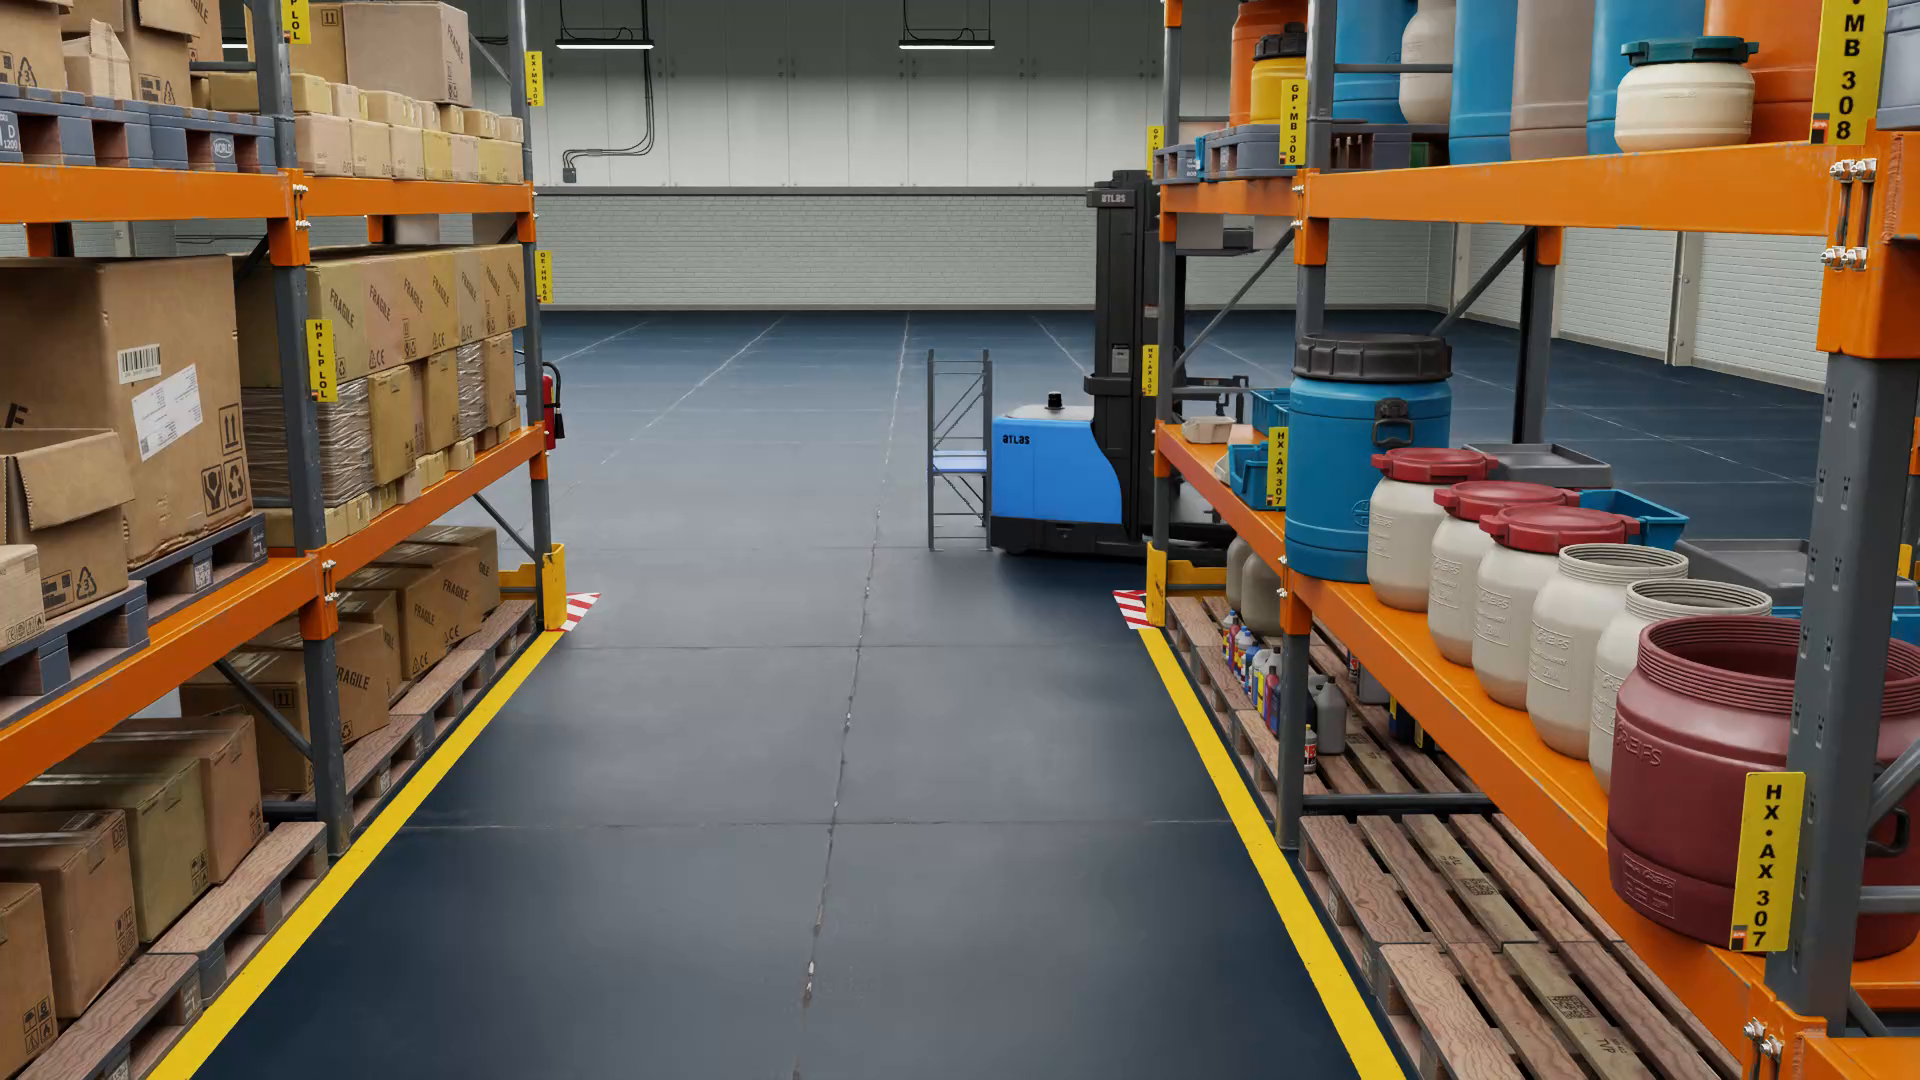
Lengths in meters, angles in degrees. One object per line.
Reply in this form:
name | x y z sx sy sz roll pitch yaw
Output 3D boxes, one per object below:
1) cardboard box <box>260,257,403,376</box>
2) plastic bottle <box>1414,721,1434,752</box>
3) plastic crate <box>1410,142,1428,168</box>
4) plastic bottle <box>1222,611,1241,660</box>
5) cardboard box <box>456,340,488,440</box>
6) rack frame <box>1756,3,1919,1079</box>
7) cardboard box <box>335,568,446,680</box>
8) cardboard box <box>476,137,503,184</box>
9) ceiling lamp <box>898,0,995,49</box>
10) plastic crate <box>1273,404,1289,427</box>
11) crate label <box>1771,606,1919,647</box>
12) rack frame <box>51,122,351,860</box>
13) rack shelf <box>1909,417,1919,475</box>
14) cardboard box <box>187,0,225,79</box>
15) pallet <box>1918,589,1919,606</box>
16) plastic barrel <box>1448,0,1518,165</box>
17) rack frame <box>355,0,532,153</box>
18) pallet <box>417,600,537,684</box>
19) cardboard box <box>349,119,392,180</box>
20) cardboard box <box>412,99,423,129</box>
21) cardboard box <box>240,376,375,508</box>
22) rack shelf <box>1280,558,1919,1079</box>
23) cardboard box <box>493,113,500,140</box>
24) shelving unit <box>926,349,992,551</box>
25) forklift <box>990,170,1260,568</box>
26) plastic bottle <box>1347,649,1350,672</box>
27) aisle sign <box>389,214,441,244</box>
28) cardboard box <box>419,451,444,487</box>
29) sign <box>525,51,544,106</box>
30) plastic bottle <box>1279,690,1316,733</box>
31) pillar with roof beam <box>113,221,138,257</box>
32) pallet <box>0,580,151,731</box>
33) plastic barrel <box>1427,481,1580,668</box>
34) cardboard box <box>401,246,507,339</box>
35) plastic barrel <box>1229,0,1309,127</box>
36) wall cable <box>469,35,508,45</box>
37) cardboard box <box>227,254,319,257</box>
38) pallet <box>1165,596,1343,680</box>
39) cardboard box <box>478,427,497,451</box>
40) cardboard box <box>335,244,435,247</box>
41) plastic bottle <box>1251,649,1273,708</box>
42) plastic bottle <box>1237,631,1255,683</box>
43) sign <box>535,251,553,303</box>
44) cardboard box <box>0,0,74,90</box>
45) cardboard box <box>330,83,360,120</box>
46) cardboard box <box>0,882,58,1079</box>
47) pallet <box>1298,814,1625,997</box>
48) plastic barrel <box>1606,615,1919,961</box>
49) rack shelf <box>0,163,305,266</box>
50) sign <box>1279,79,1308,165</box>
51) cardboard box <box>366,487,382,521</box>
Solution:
cardboard box | -2.861 -1.017 7.515 0.500 0.500 0.500 0 11 -1
plastic bottle | 2.149 0.824 7.679 0.061 0.283 0.133 0 11 -1
plastic crate | 2.097 -1.844 8.092 0.336 0.188 0.450 0 11 -1
plastic bottle | 1.501 0.525 9.182 0.097 0.271 0.097 0 11 0
cardboard box | -3.096 -0.825 9.080 0.875 0.500 0.500 0 11 -1
rack frame | 1.940 0.632 2.899 1.000 3.000 0.127 0 11 -1
cardboard box | -3.140 0.449 9.033 0.500 0.500 0.500 1 11 4
cardboard box | -2.900 -2.140 9.397 0.500 0.250 0.500 0 11 -1
ceiling lamp | -0.279 -11.809 34.452 2.000 3.185 0.800 0 11 -1
plastic crate | 2.092 -0.658 9.631 0.499 0.251 0.408 0 11 -1
crate label | 2.190 0.416 3.874 0.502 0.435 0.616 0 11 -1
rack frame | -3.094 -0.143 6.718 1.000 3.000 0.127 0 11 -1
rack shelf | 6.769 -0.228 8.946 1.077 0.370 4.000 0 11 -1
cardboard box | -3.359 -2.141 6.766 0.500 0.500 0.500 -1 11 -3
pallet | 6.785 0.541 10.363 1.003 0.211 1.213 0 11 -1
plastic barrel | 2.085 -1.778 5.976 0.600 0.901 0.708 0 11 -1
rack frame | -3.177 -3.878 10.041 1.000 3.000 0.127 0 11 -1
pallet | -3.194 0.606 10.043 1.003 0.211 1.213 0 11 -1
cardboard box | -2.863 -1.735 7.399 0.500 0.250 0.500 0 11 -2
cardboard box | -2.897 -2.111 8.248 0.380 0.149 0.250 0 11 0
cardboard box | -3.042 -0.427 7.120 0.875 0.500 0.500 0 11 -1
rack shelf | 1.899 0.587 4.930 1.077 0.370 4.000 0 11 -1
cardboard box | -2.856 -2.370 9.525 0.380 0.149 0.250 -1 11 -4
shelving unit | -0.007 -0.752 13.495 0.538 1.500 1.048 0 11 -1
forklift | 1.810 -1.323 12.709 3.031 2.935 1.130 4 12 18
plastic bottle | 2.123 0.572 8.923 0.061 0.283 0.133 0 11 -1
aisle sign | -3.478 -2.223 10.433 0.394 0.787 0.004 0 11 -1
cardboard box | -2.842 -0.362 8.429 0.380 0.149 0.250 0 11 -1
sign | -2.622 -2.840 10.242 0.100 0.325 0.005 0 11 -1
plastic bottle | 1.556 0.793 7.663 0.144 0.351 0.185 -1 11 -3
pillar with roof beam | -15.250 -9.655 38.517 9.100 9.000 0.548 0 11 -1
pallet | -3.093 0.353 4.756 1.003 0.211 1.213 0 11 -1
plastic barrel | 1.673 0.107 5.144 0.433 0.535 0.433 0 11 0
cardboard box | -2.902 -1.415 9.474 0.500 0.500 0.500 0 11 -1
plastic barrel | 1.912 -2.748 9.881 0.600 0.830 0.708 0 11 -1
wall cable | -12.494 -13.435 40.815 3.097 2.526 0.112 0 11 -1
cardboard box | -3.400 -1.115 7.994 0.500 0.500 0.500 0 11 -1
pallet | 1.835 0.585 10.145 1.003 0.211 1.213 0 11 -1
cardboard box | -2.914 -0.610 9.653 0.380 0.149 0.250 0 11 -1
cardboard box | -3.438 -1.512 9.954 0.500 0.500 0.500 0 11 -1
plastic bottle | 1.546 0.695 8.334 0.152 0.276 0.135 0 11 0
plastic bottle | 1.510 0.613 8.748 0.097 0.271 0.097 0 11 0
sign | -2.622 -1.658 10.482 0.100 0.325 0.005 0 11 -1
cardboard box | -3.163 -1.588 4.982 0.797 0.503 0.637 0 11 1
cardboard box | -2.851 -1.907 7.246 0.380 0.149 0.250 0 11 -1
cardboard box | -3.088 1.306 4.758 0.700 0.500 0.500 1 11 4
pallet | 1.913 1.360 6.327 1.003 0.211 1.213 0 11 -1
plastic barrel | 1.628 0.475 3.334 0.600 0.536 0.708 0 11 -1
rack shelf | -3.053 -0.863 4.531 1.077 0.370 4.000 0 11 -1
sign | 1.307 -1.637 6.519 0.100 0.325 0.005 0 11 -1
cardboard box | -2.823 -0.163 7.449 0.380 0.149 0.250 0 11 -1
